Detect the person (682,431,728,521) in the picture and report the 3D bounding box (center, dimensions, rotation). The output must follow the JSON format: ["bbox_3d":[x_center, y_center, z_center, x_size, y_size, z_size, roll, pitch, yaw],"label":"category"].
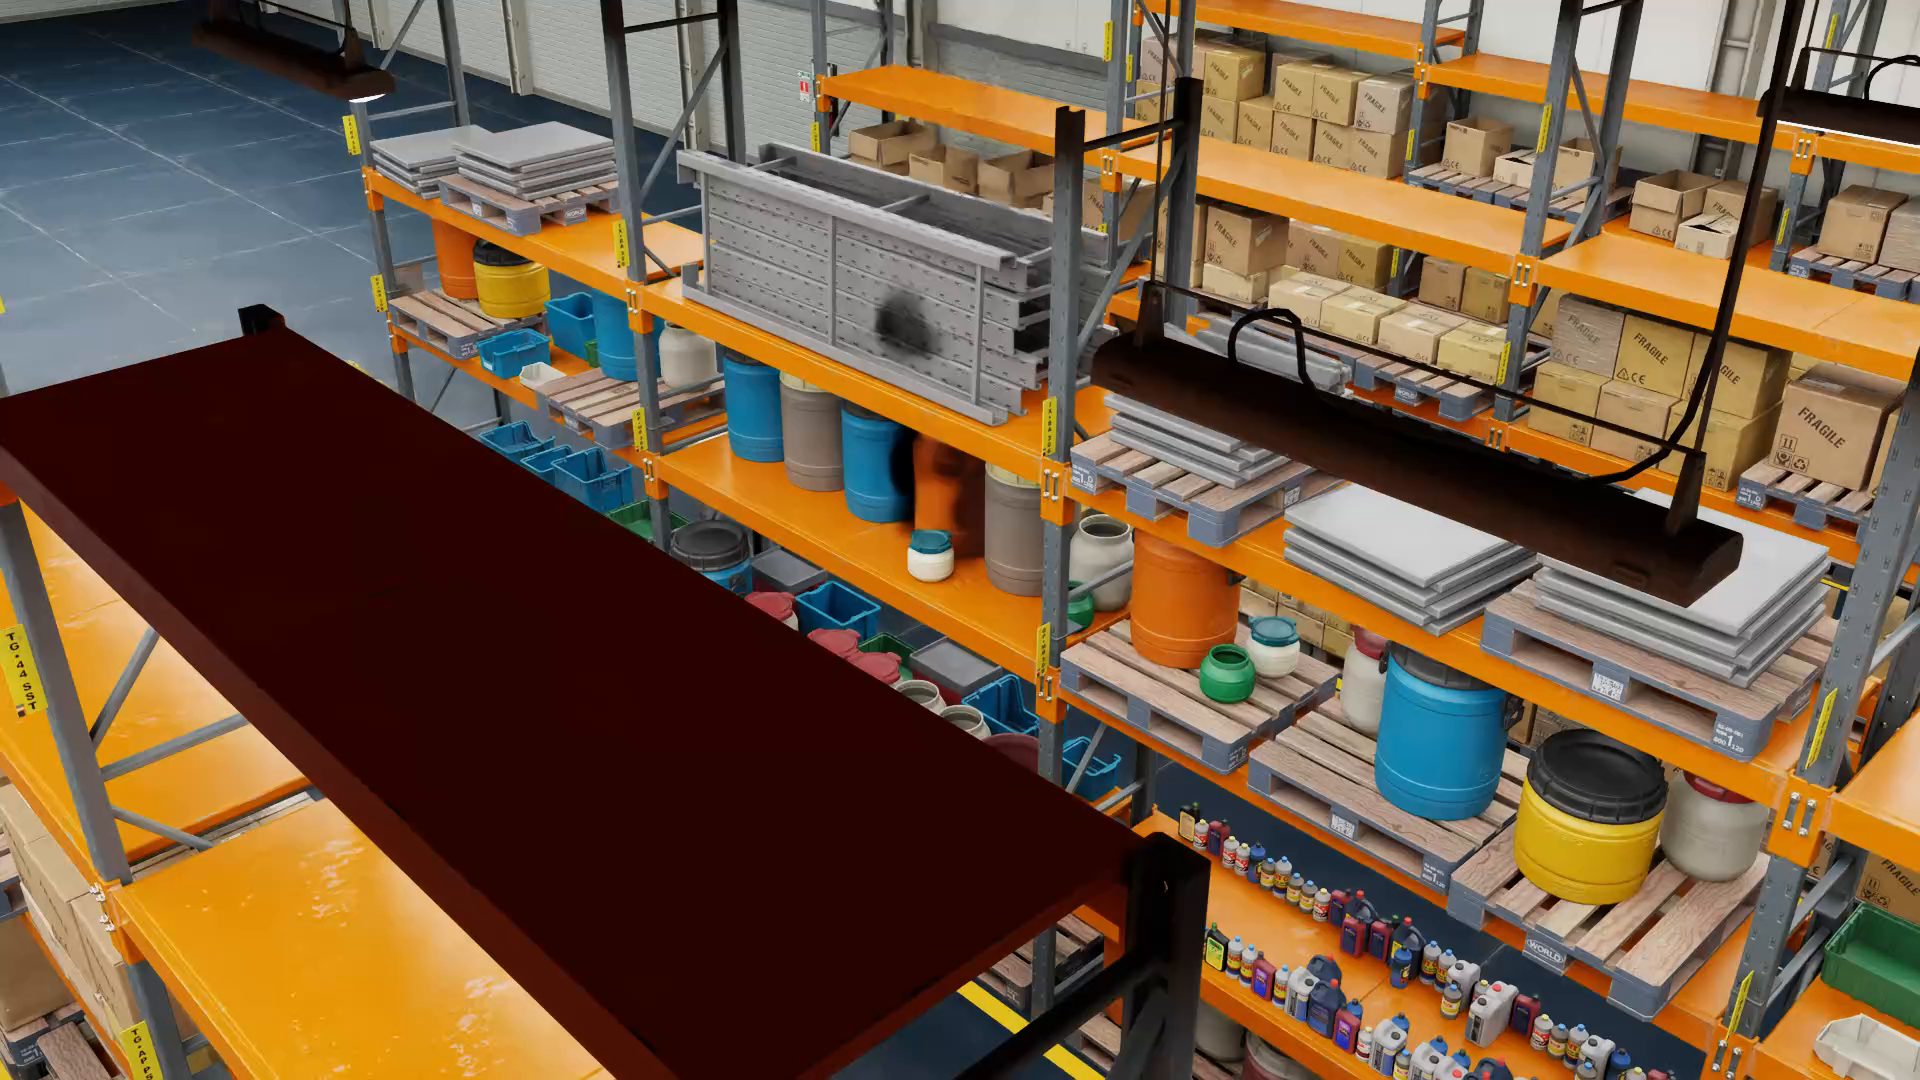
[{"bbox_3d":[-2.370,-0.512,15.984,0.619,1.777,1.134,-19,34,-31],"label":"person"}]
